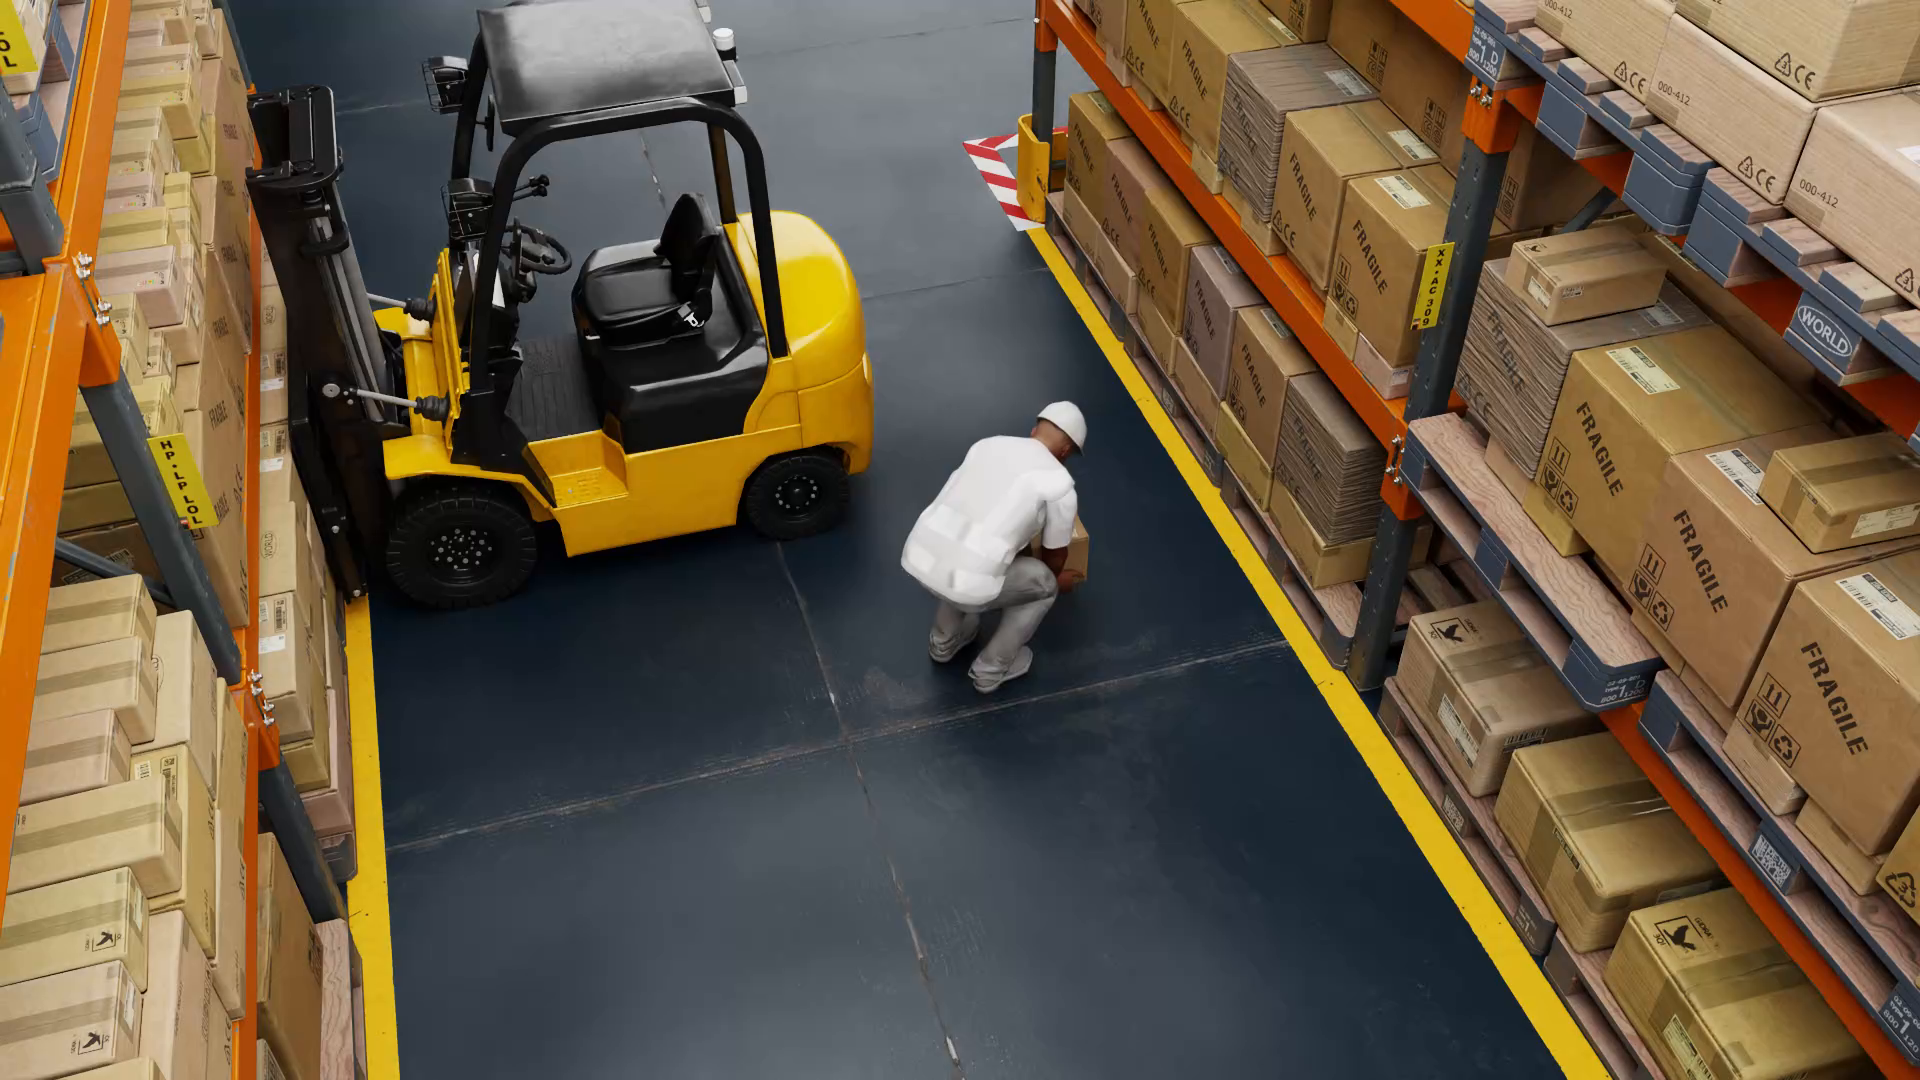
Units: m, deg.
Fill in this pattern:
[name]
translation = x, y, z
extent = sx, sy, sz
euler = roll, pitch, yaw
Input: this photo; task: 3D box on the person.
[person]
translation = 0.172, 0.031, 6.676
extent = 0.526, 1.009, 0.947
euler = 31, 50, 29
